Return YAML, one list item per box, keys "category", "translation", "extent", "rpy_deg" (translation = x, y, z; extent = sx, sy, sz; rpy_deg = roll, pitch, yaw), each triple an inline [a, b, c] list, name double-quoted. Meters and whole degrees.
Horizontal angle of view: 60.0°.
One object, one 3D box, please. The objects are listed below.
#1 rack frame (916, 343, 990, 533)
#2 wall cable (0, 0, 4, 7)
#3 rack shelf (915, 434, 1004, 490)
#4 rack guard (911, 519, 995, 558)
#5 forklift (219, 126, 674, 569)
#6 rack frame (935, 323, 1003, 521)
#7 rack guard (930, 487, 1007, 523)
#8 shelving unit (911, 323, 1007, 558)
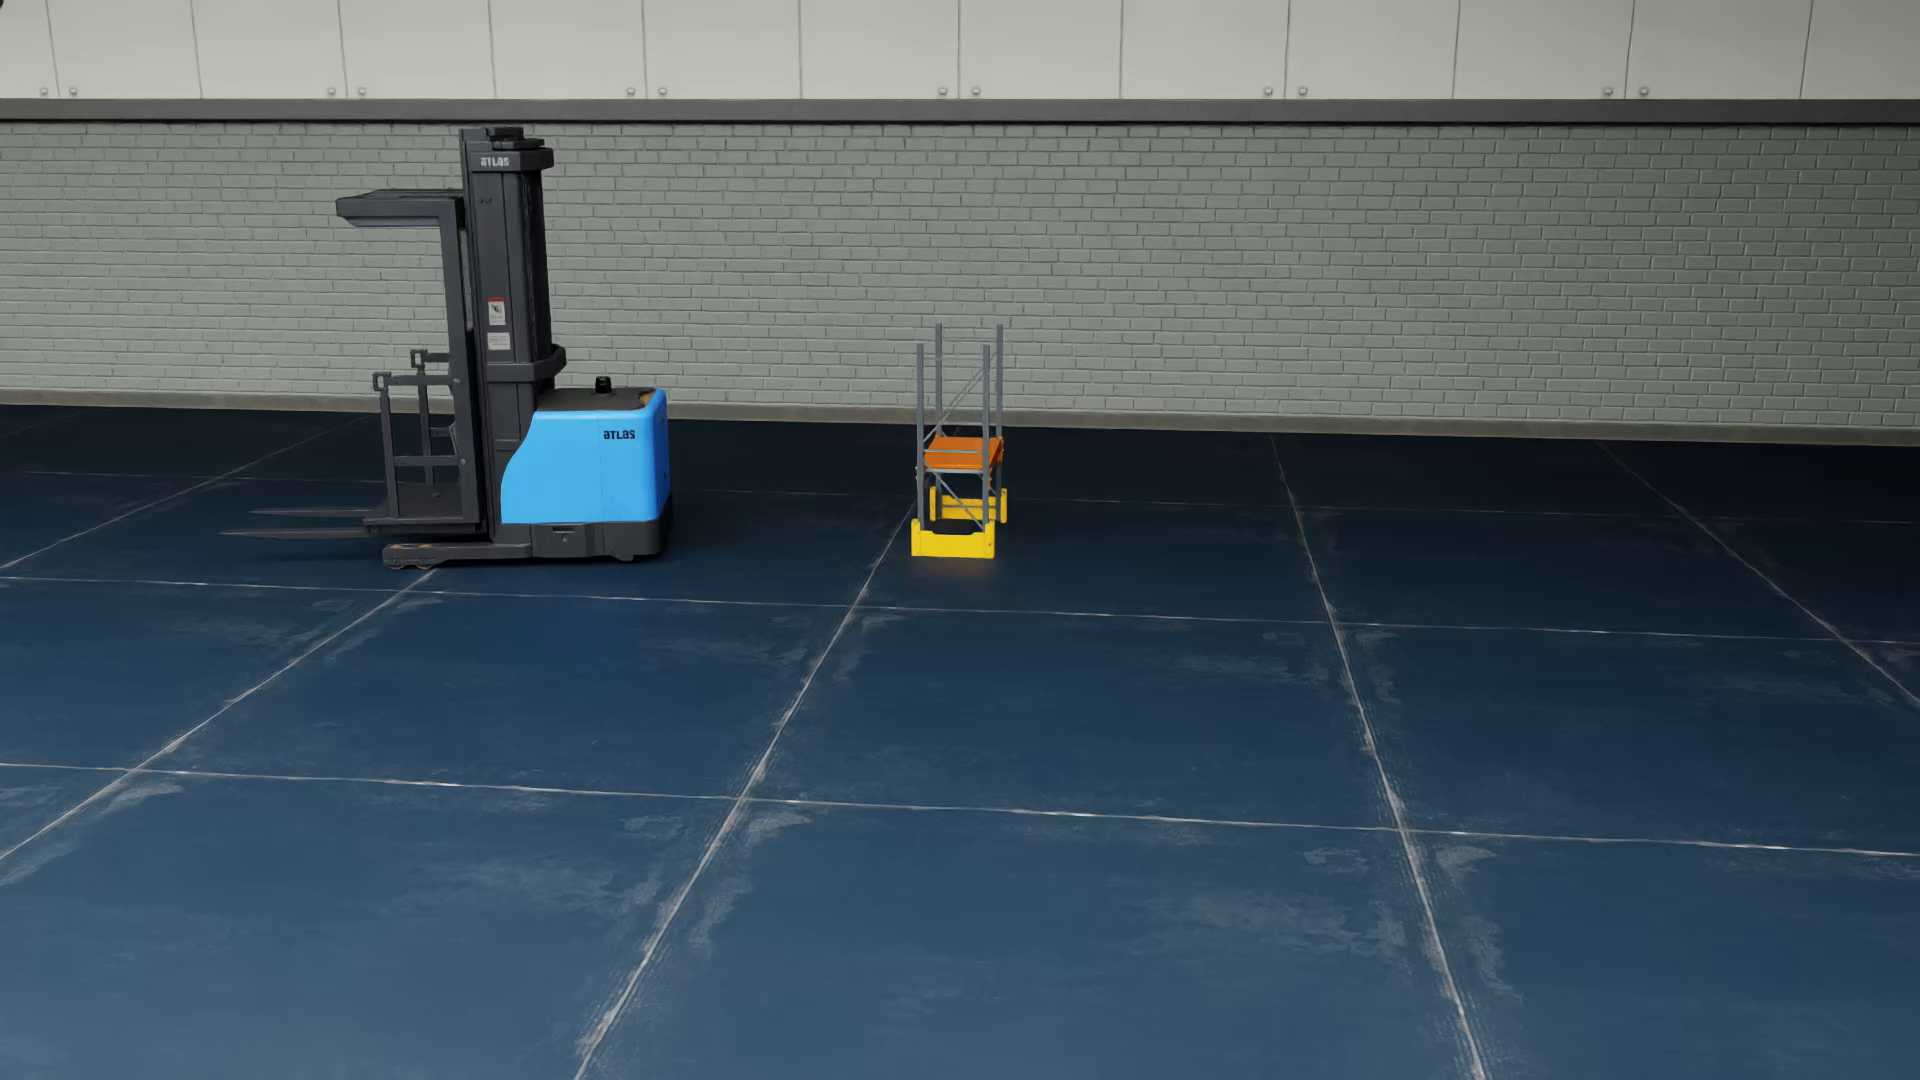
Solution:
- category: "rack frame"
  translation: [-0.048, -0.614, 11.561]
  extent: [0.500, 1.500, 0.032]
  rpy_deg: [2, 15, 6]
- category: "wall cable"
  translation: [-10.445, -7.409, 15.809]
  extent: [2.305, 6.003, 0.169]
  rpy_deg: [2, 15, 6]
- category: "rack shelf"
  translation: [0.010, -0.572, 12.095]
  extent: [0.538, 0.185, 1.000]
  rpy_deg: [2, 15, 6]
- category: "rack guard"
  translation: [-0.048, -0.011, 11.725]
  extent: [0.587, 0.250, 0.087]
  rpy_deg: [2, 15, 6]
- category: "forklift"
  translation: [-3.623, -1.355, 11.558]
  extent: [3.031, 2.935, 1.130]
  rpy_deg: [-1, 15, -4]
- category: "rack frame"
  translation: [0.067, -0.878, 12.536]
  extent: [0.500, 1.500, 0.032]
  rpy_deg: [2, 15, 6]
- category: "rack guard"
  translation: [0.065, -0.270, 12.680]
  extent: [0.587, 0.250, 0.087]
  rpy_deg: [2, 15, 6]
- category: "shelving unit"
  translation: [0.009, -0.744, 12.039]
  extent: [0.587, 1.500, 1.083]
  rpy_deg: [2, 15, 6]
